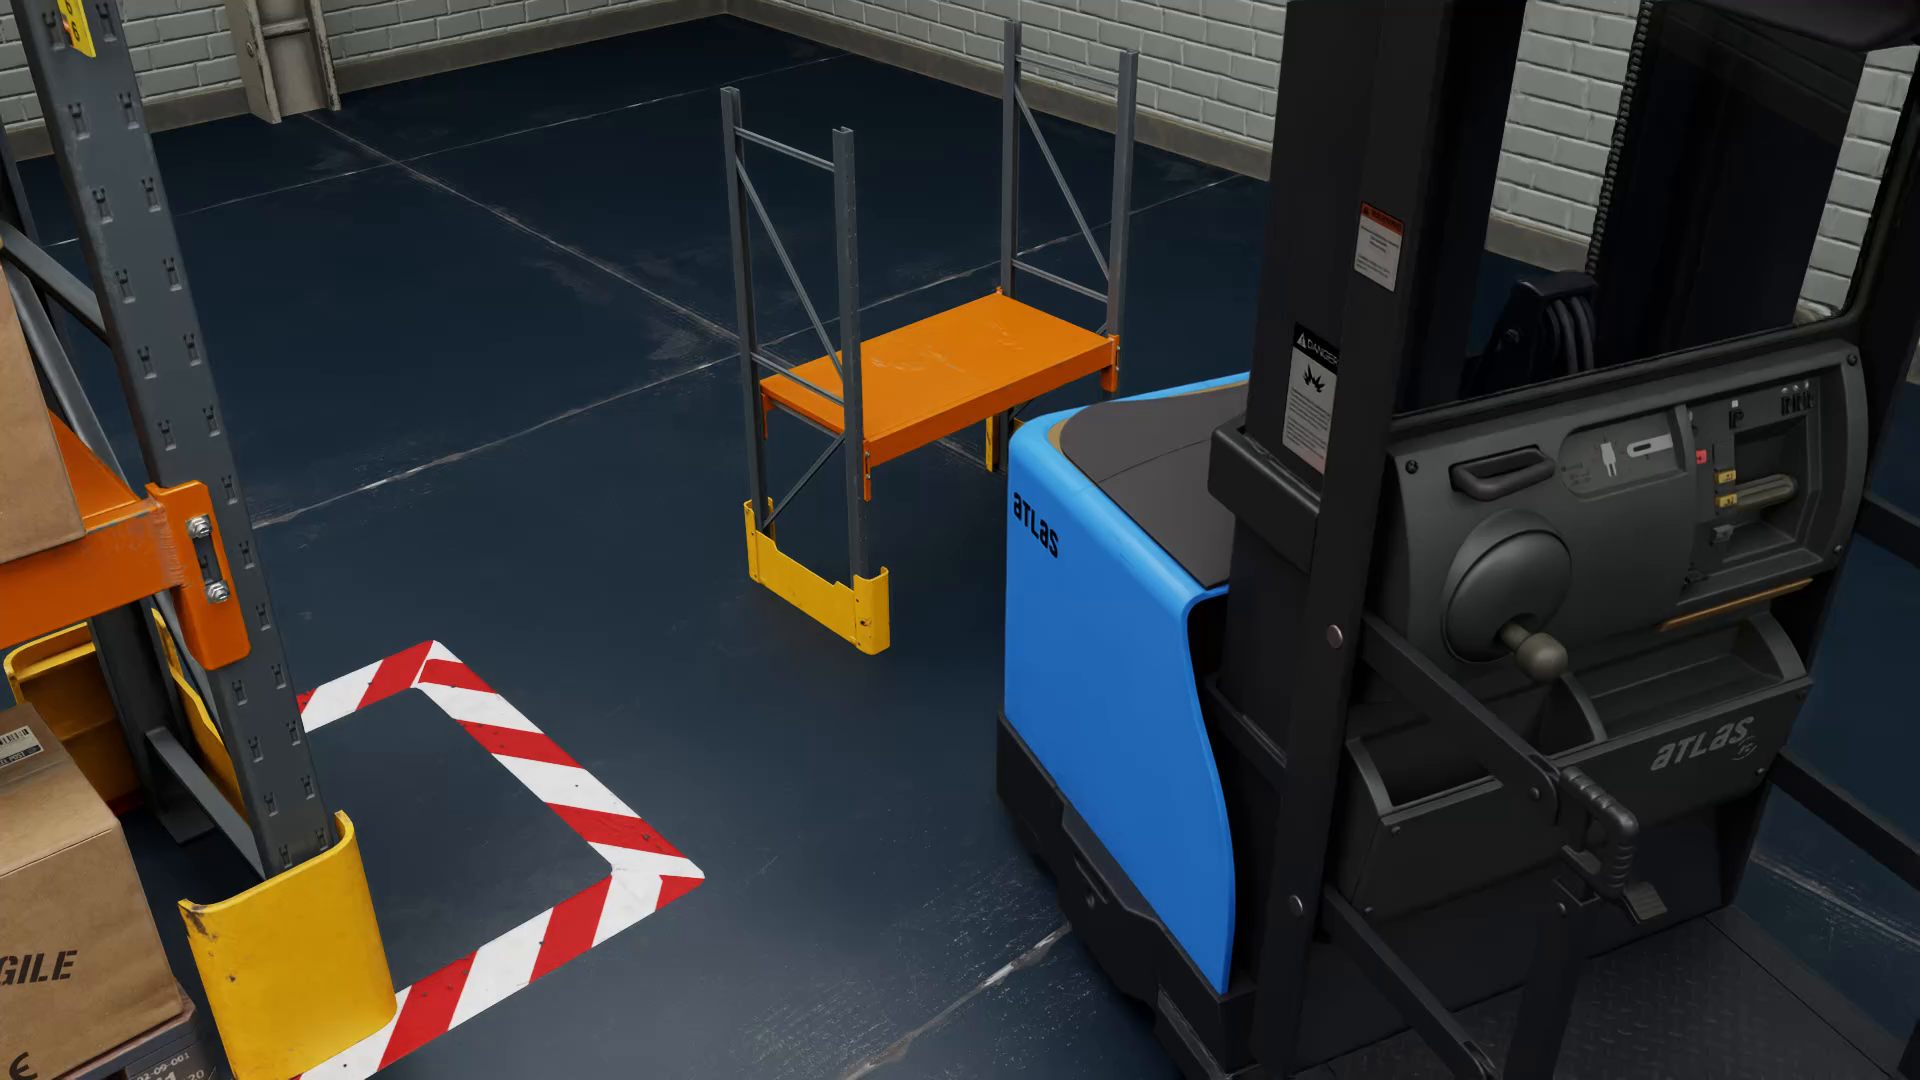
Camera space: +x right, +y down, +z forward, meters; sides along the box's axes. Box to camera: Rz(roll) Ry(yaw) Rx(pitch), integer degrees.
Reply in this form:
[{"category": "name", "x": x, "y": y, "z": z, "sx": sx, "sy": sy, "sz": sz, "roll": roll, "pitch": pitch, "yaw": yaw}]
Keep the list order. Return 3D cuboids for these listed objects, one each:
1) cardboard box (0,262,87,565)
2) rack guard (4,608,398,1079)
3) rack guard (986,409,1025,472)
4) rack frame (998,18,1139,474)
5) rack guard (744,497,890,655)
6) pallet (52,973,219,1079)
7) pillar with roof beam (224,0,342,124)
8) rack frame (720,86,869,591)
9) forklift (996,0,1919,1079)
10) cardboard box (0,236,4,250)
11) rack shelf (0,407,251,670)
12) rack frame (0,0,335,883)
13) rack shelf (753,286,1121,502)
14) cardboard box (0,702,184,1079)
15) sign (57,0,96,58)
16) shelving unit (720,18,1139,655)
[{"category": "cardboard box", "x": -1.799, "y": -0.229, "z": 2.653, "sx": 0.500, "sy": 0.500, "sz": 0.500, "roll": -24, "pitch": 39, "yaw": -34}, {"category": "rack guard", "x": -1.711, "y": 0.644, "z": 3.717, "sx": 0.348, "sy": 0.500, "sz": 1.175, "roll": -26, "pitch": 40, "yaw": -35}, {"category": "rack guard", "x": 0.309, "y": -0.256, "z": 5.429, "sx": 0.087, "sy": 0.250, "sz": 0.587, "roll": -26, "pitch": 40, "yaw": -35}, {"category": "rack frame", "x": 0.310, "y": -0.790, "z": 5.104, "sx": 0.032, "sy": 1.500, "sz": 0.500, "roll": -26, "pitch": 40, "yaw": -35}, {"category": "rack guard", "x": -0.421, "y": 0.097, "z": 4.852, "sx": 0.087, "sy": 0.250, "sz": 0.587, "roll": -26, "pitch": 40, "yaw": -35}, {"category": "pallet", "x": -2.295, "y": 1.051, "z": 3.330, "sx": 1.213, "sy": 0.211, "sz": 1.003, "roll": -26, "pitch": 40, "yaw": -35}, {"category": "pillar with roof beam", "x": -0.707, "y": -4.544, "z": 4.055, "sx": 0.400, "sy": 9.000, "sz": 9.100, "roll": -26, "pitch": 40, "yaw": -35}, {"category": "rack frame", "x": -0.435, "y": -0.429, "z": 4.514, "sx": 0.032, "sy": 1.500, "sz": 0.500, "roll": -26, "pitch": 40, "yaw": -35}, {"category": "forklift", "x": 1.155, "y": 0.002, "z": 2.437, "sx": 1.130, "sy": 2.935, "sz": 3.031, "roll": -13, "pitch": 34, "yaw": -21}, {"category": "cardboard box", "x": -1.795, "y": -0.655, "z": 2.392, "sx": 0.500, "sy": 0.500, "sz": 0.500, "roll": -26, "pitch": 40, "yaw": -36}, {"category": "rack shelf", "x": -3.122, "y": 0.567, "z": 2.137, "sx": 4.000, "sy": 0.370, "sz": 1.077, "roll": -26, "pitch": 40, "yaw": -35}, {"category": "rack frame", "x": -1.655, "y": -0.449, "z": 3.109, "sx": 0.127, "sy": 3.000, "sz": 1.000, "roll": -26, "pitch": 40, "yaw": -35}, {"category": "rack shelf", "x": -0.063, "y": -0.456, "z": 4.903, "sx": 1.000, "sy": 0.185, "sz": 0.538, "roll": -26, "pitch": 40, "yaw": -35}, {"category": "cardboard box", "x": -1.887, "y": 0.717, "z": 3.177, "sx": 0.500, "sy": 0.500, "sz": 0.500, "roll": -26, "pitch": 40, "yaw": -35}, {"category": "sign", "x": -1.293, "y": -0.859, "z": 2.366, "sx": 0.005, "sy": 0.325, "sz": 0.100, "roll": -26, "pitch": 40, "yaw": -35}, {"category": "shelving unit", "x": -0.056, "y": -0.613, "z": 4.815, "sx": 1.083, "sy": 1.500, "sz": 0.587, "roll": -26, "pitch": 40, "yaw": -35}]
